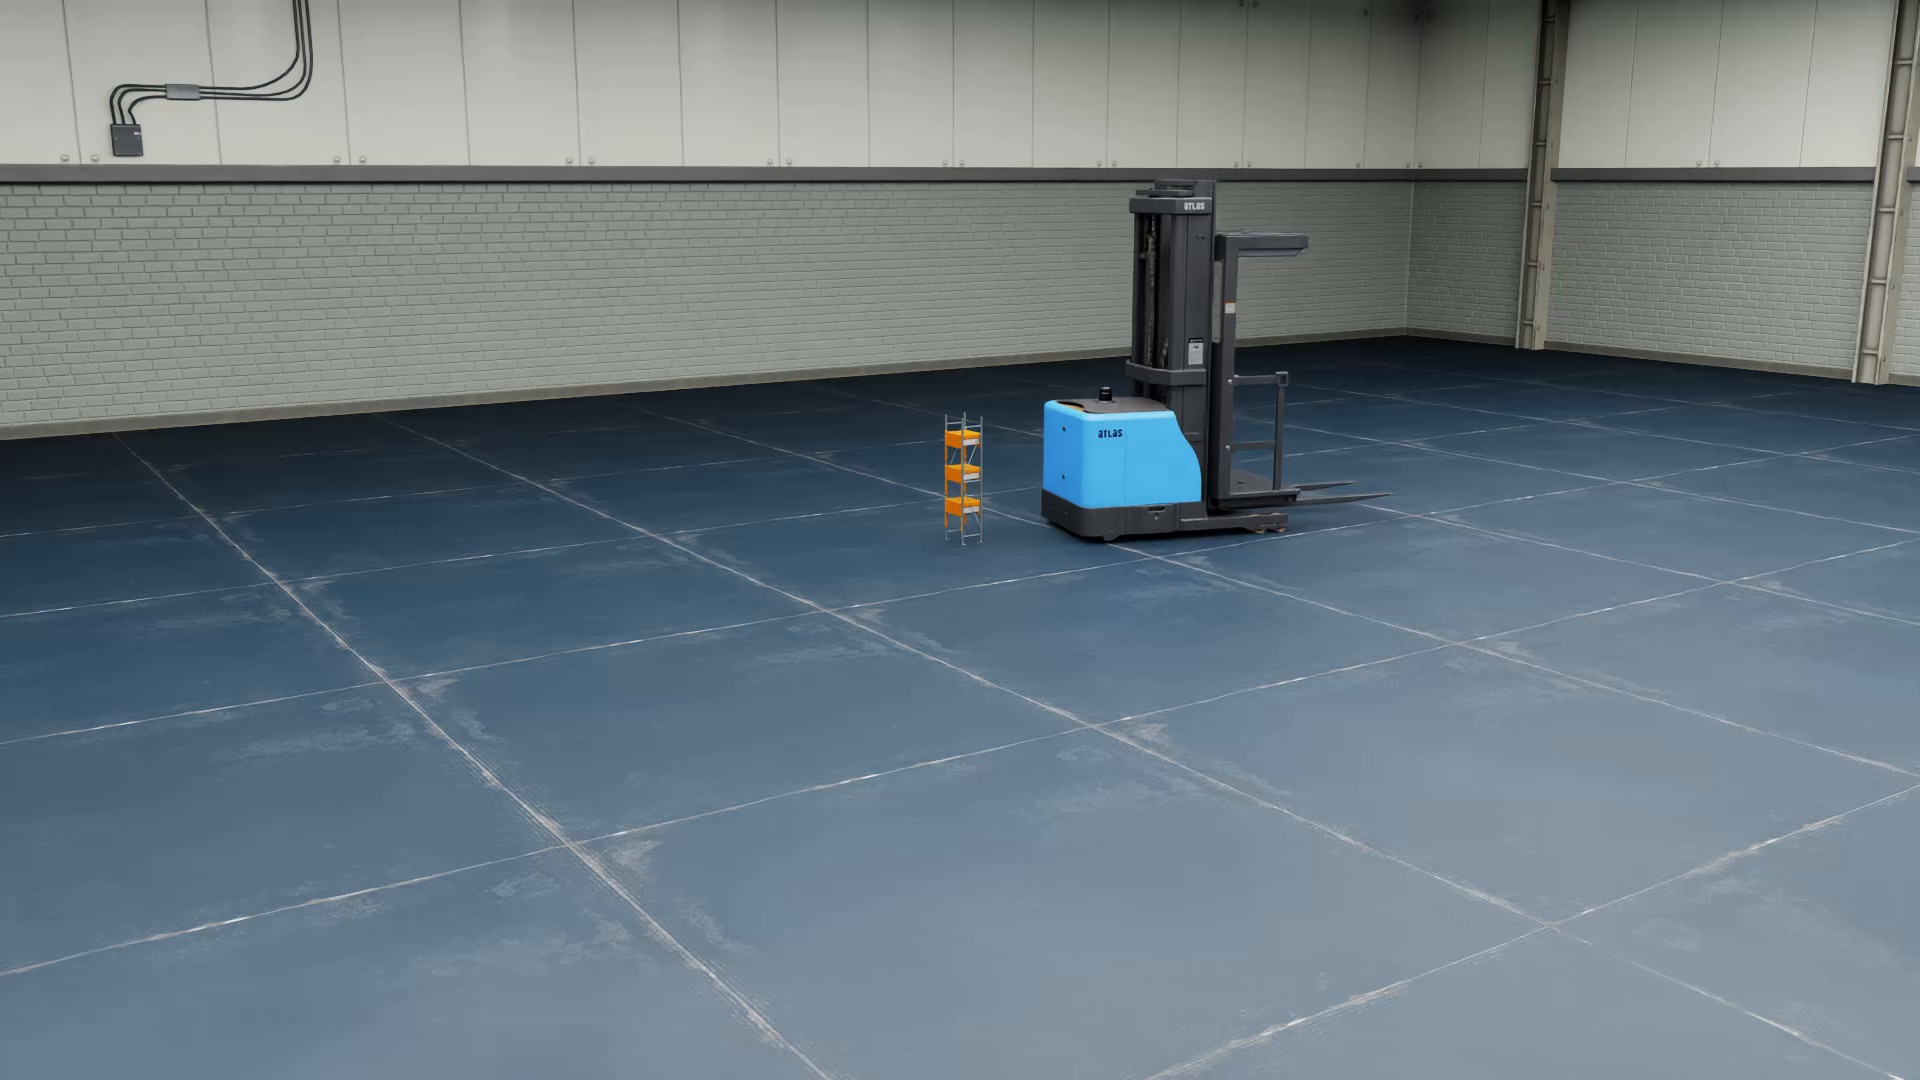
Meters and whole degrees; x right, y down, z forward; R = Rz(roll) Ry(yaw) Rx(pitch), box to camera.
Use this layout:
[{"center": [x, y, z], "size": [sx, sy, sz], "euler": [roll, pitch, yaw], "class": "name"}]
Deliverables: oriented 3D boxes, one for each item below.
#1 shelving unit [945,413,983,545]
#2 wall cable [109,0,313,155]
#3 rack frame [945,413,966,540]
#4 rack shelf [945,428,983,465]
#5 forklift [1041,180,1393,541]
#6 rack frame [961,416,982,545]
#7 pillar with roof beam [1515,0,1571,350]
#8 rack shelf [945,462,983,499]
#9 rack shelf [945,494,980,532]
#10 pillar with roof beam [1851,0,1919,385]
[{"center": [0.030, -0.503, 13.706], "size": [0.215, 1.050, 0.252], "euler": [-8, 15, -33], "class": "shelving unit"}, {"center": [-8.800, -7.507, 19.167], "size": [2.305, 6.003, 0.169], "euler": [-8, 15, -33], "class": "wall cable"}, {"center": [-0.038, -0.525, 13.805], "size": [0.200, 1.050, 0.008], "euler": [-8, 15, -33], "class": "rack frame"}, {"center": [0.030, -0.770, 13.648], "size": [0.215, 0.259, 0.240], "euler": [-8, 15, -33], "class": "rack shelf"}, {"center": [2.284, -1.588, 14.261], "size": [3.031, 2.935, 1.130], "euler": [-4, 13, -18], "class": "forklift"}, {"center": [0.097, -0.482, 13.607], "size": [0.200, 1.050, 0.008], "euler": [-8, 15, -33], "class": "rack frame"}, {"center": [6.459, -7.264, 26.013], "size": [9.100, 9.000, 0.400], "euler": [-8, 15, -33], "class": "pillar with roof beam"}, {"center": [0.030, -0.493, 13.708], "size": [0.215, 0.259, 0.240], "euler": [-8, 15, -33], "class": "rack shelf"}, {"center": [0.030, -0.222, 13.768], "size": [0.215, 0.259, 0.240], "euler": [-8, 15, -33], "class": "rack shelf"}, {"center": [9.784, -6.197, 21.133], "size": [9.100, 9.000, 0.400], "euler": [-8, 15, -33], "class": "pillar with roof beam"}]
